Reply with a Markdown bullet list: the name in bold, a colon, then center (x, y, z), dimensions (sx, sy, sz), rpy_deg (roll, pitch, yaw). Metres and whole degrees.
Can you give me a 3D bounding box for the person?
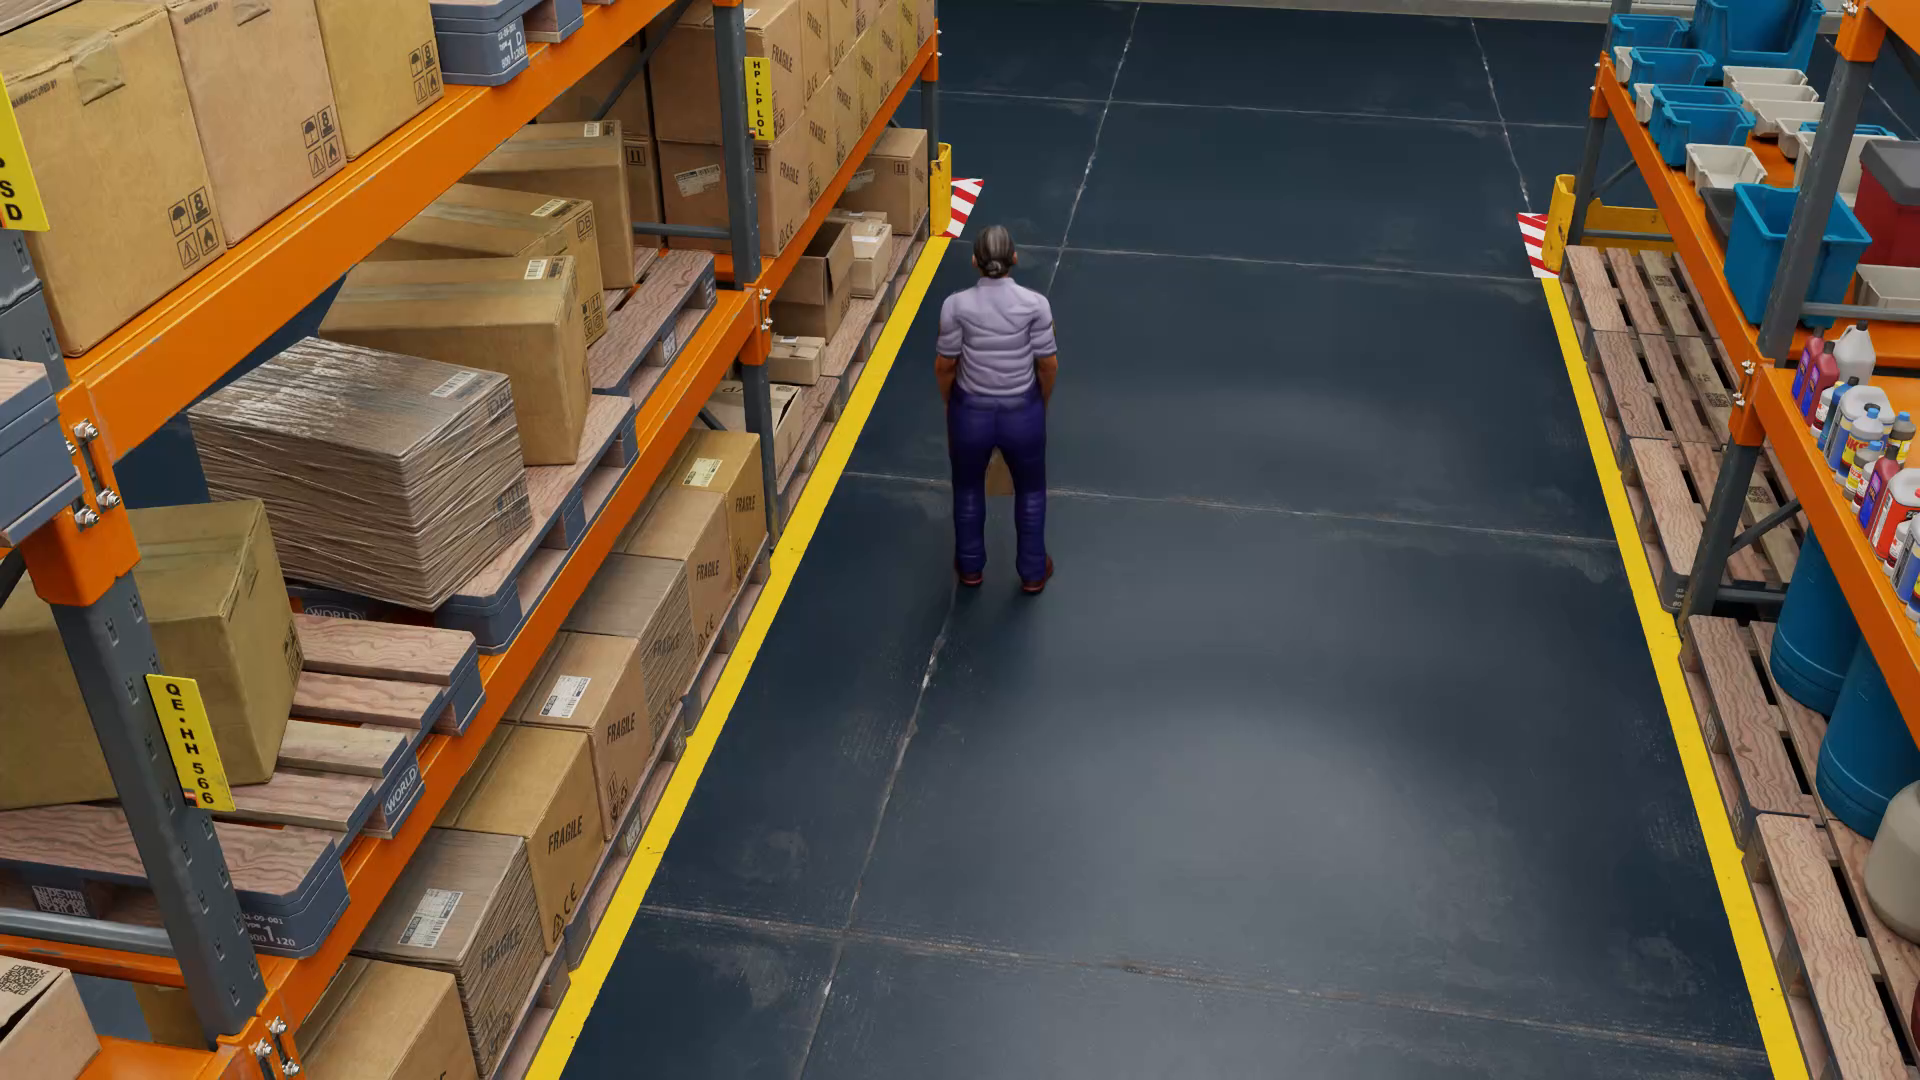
- **person**: center (0.158, -0.519, 6.977), dimensions (0.526, 1.630, 0.421), rpy_deg (0, 33, 1)
